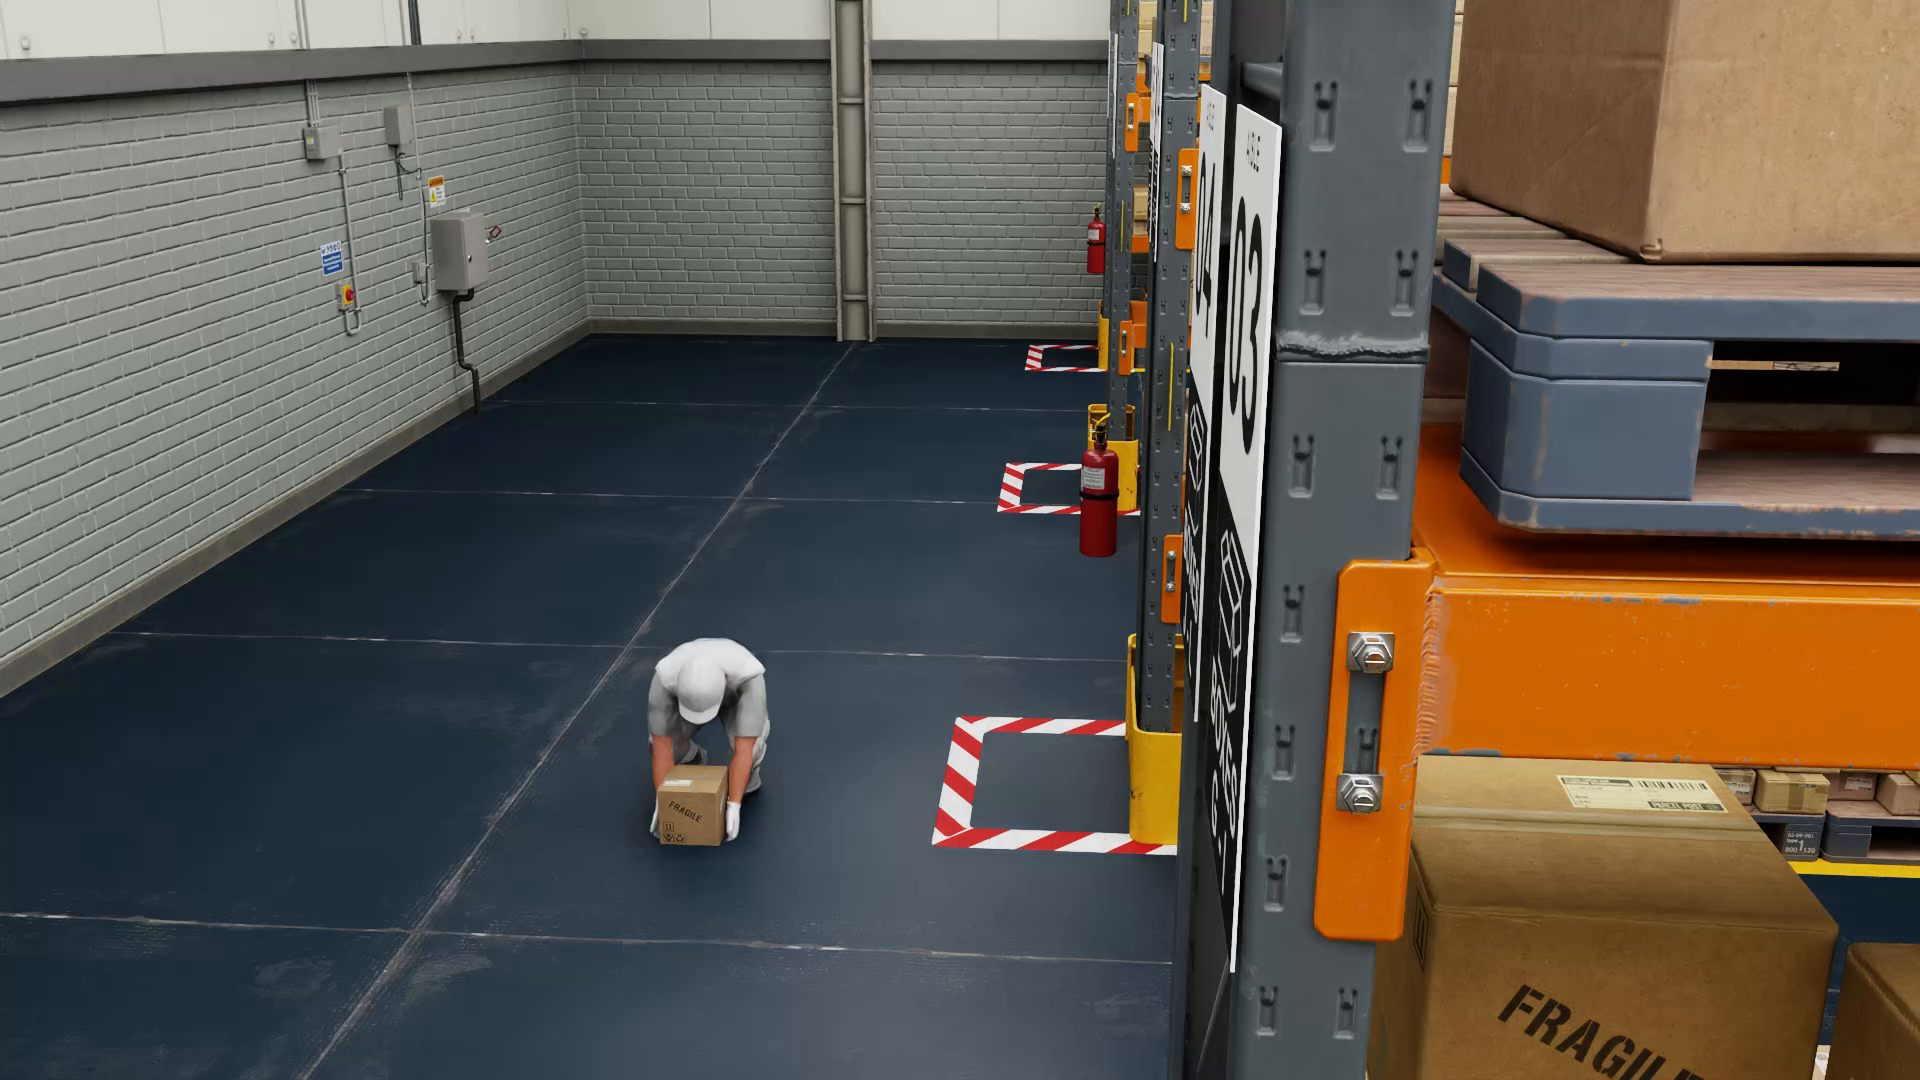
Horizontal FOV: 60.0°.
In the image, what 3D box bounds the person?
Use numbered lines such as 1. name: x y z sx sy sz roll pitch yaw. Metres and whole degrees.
1. person: -1.086 0.793 7.233 0.551 0.873 0.911 1 17 4
